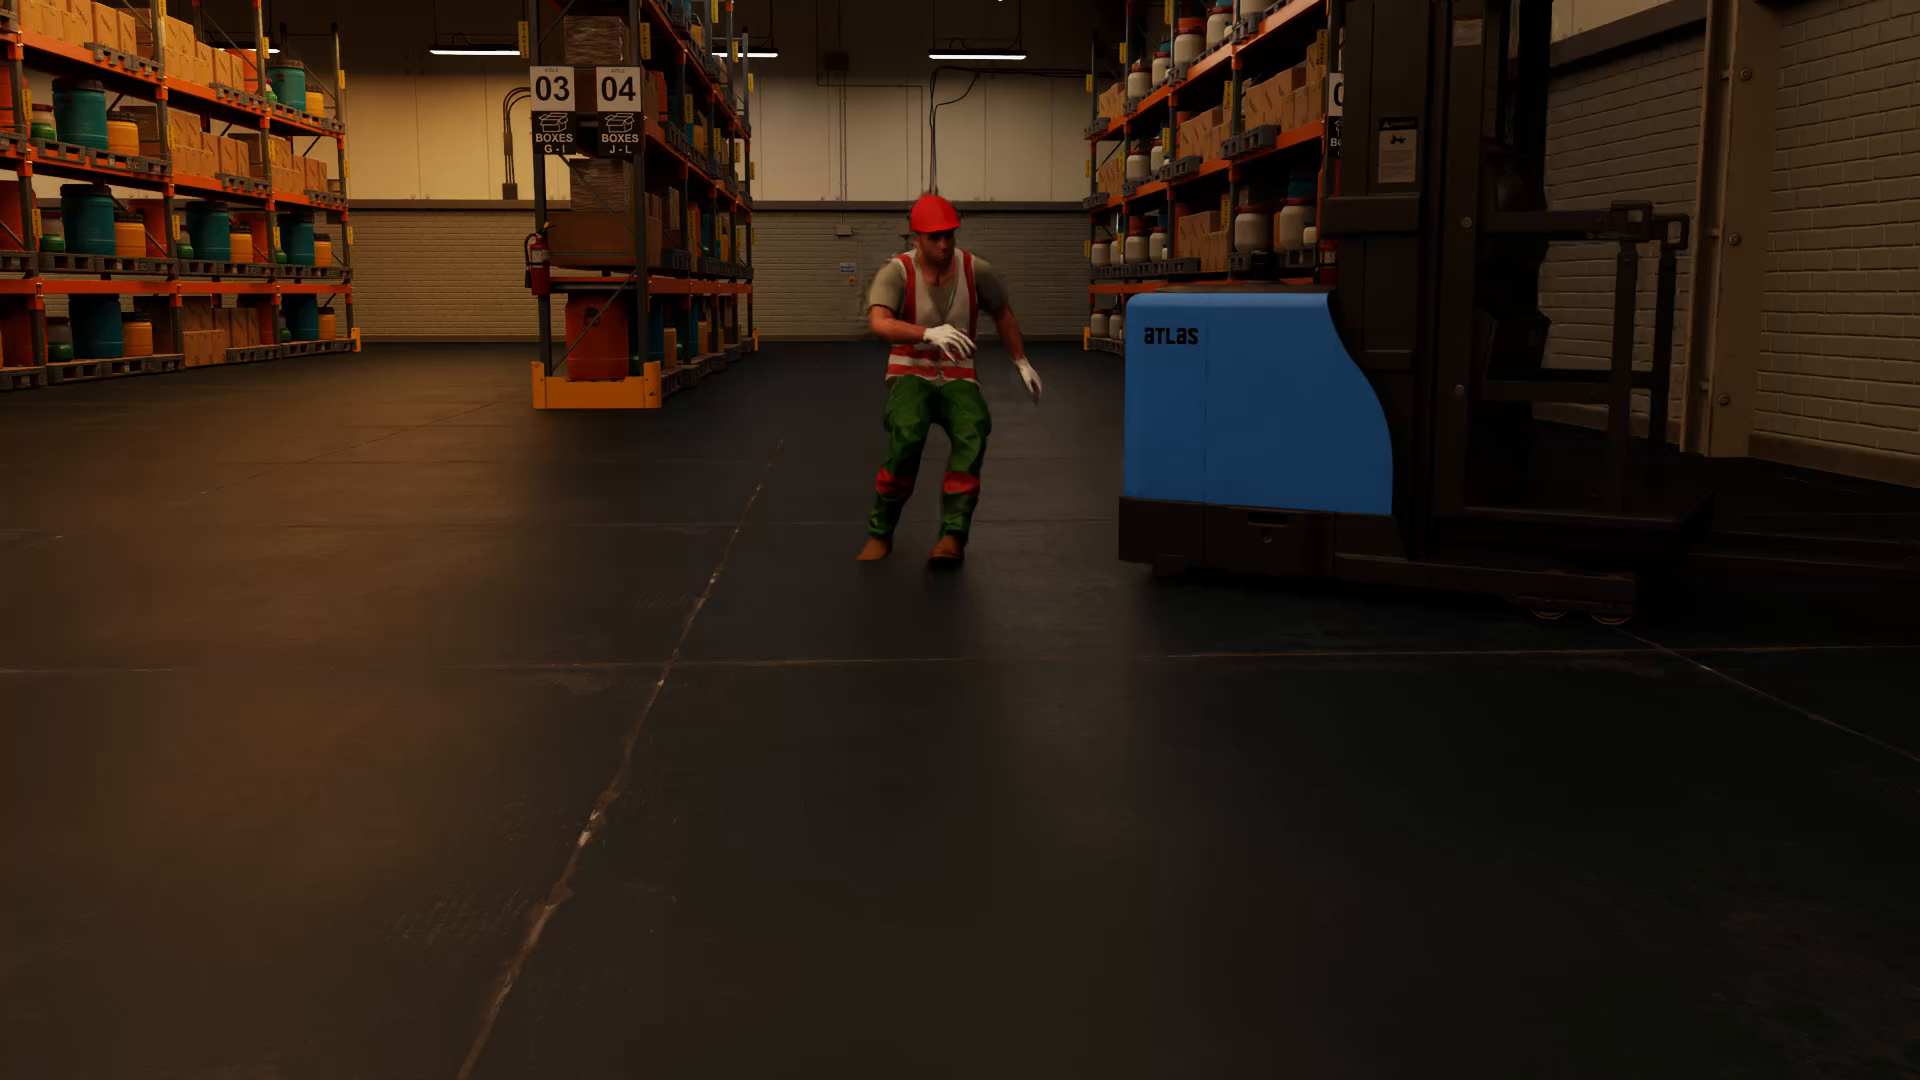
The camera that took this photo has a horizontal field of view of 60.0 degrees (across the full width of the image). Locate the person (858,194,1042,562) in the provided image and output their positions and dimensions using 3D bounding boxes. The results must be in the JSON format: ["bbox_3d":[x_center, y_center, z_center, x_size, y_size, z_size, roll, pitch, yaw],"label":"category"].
[{"bbox_3d":[0.000,-0.661,6.913,0.929,1.534,0.946,-2,9,-16],"label":"person"}]

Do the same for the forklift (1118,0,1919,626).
[{"bbox_3d":[2.141,-1.259,5.808,3.031,2.935,1.130,5,10,29],"label":"forklift"}]
